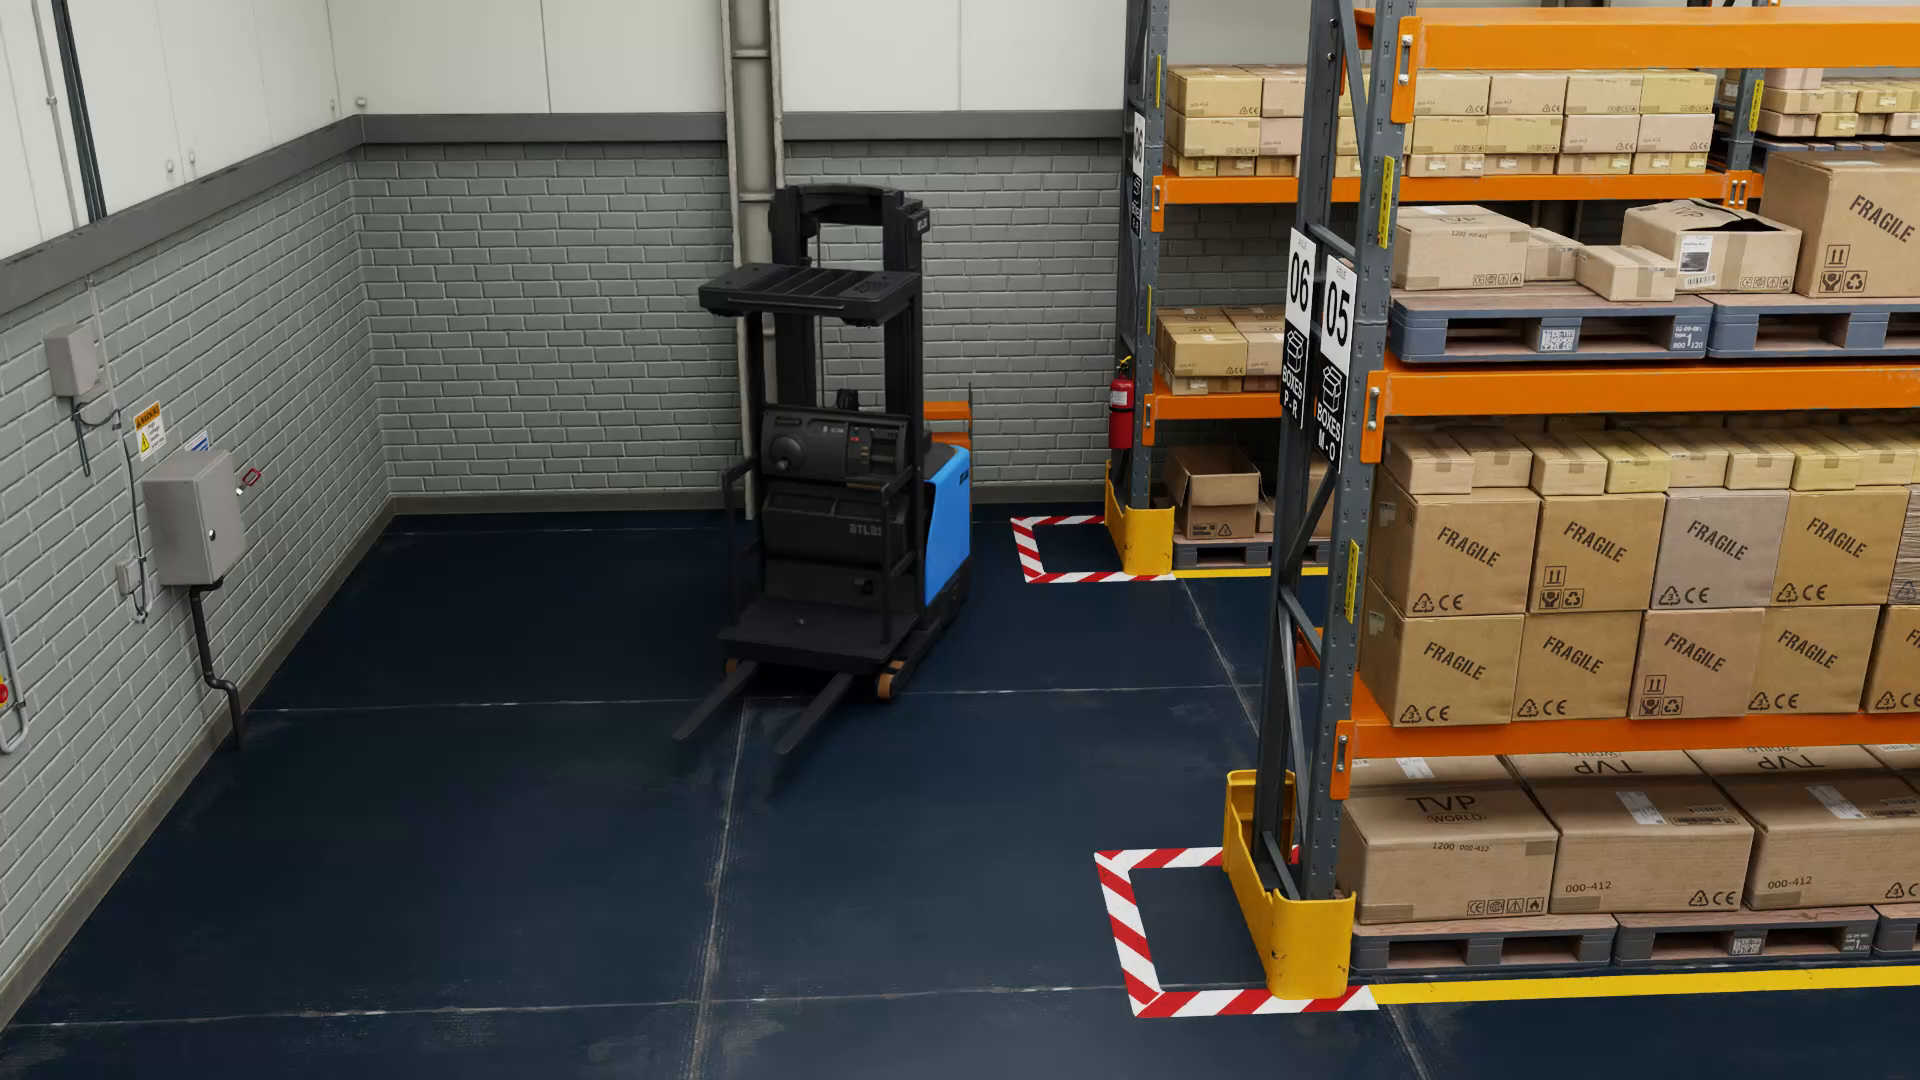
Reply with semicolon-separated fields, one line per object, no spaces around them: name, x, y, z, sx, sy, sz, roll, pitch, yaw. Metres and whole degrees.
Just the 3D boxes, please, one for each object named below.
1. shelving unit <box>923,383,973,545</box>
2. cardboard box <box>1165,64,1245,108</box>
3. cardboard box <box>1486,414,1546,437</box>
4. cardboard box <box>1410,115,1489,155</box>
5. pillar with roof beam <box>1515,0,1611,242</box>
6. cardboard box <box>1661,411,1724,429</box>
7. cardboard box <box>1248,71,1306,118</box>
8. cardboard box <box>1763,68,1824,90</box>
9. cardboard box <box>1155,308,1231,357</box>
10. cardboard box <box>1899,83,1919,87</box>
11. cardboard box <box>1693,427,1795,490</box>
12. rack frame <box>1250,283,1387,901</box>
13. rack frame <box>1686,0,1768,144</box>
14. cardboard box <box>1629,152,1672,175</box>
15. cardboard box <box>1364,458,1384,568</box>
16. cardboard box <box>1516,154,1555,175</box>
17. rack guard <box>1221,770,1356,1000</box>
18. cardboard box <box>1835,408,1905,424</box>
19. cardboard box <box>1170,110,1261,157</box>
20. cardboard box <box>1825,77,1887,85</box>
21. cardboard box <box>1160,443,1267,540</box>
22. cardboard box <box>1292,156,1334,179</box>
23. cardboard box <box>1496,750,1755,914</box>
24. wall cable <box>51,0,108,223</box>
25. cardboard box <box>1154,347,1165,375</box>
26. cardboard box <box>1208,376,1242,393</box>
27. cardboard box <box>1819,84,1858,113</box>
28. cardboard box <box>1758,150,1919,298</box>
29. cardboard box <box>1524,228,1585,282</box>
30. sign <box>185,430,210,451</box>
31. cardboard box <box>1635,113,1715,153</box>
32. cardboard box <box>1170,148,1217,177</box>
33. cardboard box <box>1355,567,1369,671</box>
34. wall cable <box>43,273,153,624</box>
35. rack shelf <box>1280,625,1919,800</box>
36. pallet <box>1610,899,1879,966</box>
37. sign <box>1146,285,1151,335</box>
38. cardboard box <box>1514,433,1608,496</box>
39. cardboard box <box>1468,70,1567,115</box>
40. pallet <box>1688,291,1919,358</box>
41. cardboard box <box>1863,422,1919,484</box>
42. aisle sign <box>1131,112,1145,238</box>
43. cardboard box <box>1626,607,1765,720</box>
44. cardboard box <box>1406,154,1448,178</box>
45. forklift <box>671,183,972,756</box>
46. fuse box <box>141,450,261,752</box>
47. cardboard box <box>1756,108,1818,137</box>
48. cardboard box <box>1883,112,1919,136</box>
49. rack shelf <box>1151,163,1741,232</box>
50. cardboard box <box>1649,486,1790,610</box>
shelving unit;-0.165;-0.557;12.399;0.503;1.200;0.258;-1;21;-3
cardboard box;1.678;-3.166;11.595;0.500;0.250;0.500;-2;21;-5
cardboard box;2.389;-0.534;7.351;0.250;0.149;0.380;-1;21;-4
cardboard box;3.242;-2.778;11.279;0.500;0.250;0.500;-1;21;-4
pillar with roof beam;4.743;-3.015;7.892;0.400;9.000;9.100;-1;21;-3
cardboard box;3.155;-0.531;7.342;0.250;0.149;0.380;-1;21;-2
cardboard box;2.217;-2.981;11.109;0.500;0.250;0.500;-1;21;-3
cardboard box;5.565;-3.177;11.155;0.258;0.266;0.396;-1;21;-4
cardboard box;1.695;-1.526;12.205;0.500;0.250;0.500;-1;21;-1
cardboard box;6.592;-3.013;11.306;0.250;0.149;0.380;-1;21;-2
cardboard box;3.204;-0.337;6.833;0.250;0.149;0.380;-1;21;-3
rack frame;1.538;0.410;7.328;0.127;3.000;1.000;-1;21;-3
rack frame;5.244;-4.238;11.105;0.127;3.000;1.000;-1;21;-3
cardboard box;4.657;-2.603;11.379;0.250;0.149;0.380;-1;21;-3
cardboard box;2.005;-0.198;7.380;0.500;0.500;0.500;0;21;-1
cardboard box;3.875;-2.602;11.377;0.250;0.149;0.380;0;21;-1
rack guard;1.514;1.579;7.772;0.348;0.500;1.175;-1;21;-3
cardboard box;3.929;-0.530;7.341;0.250;0.149;0.380;-1;21;-3
cardboard box;1.709;-2.736;11.168;0.500;0.250;0.500;-1;21;-4
cardboard box;6.302;-3.172;11.725;0.250;0.149;0.380;-1;21;-2
cardboard box;1.867;-0.361;12.273;0.637;0.503;0.797;-2;21;-5
cardboard box;2.354;-2.544;11.224;0.250;0.149;0.380;-1;21;-2
cardboard box;3.104;1.341;7.895;0.875;0.438;0.875;-1;21;-2
wall cable;-4.287;-3.453;8.991;0.133;3.039;2.988;-1;21;-3
cardboard box;1.566;-1.338;12.272;0.250;0.149;0.380;-1;21;-4
cardboard box;1.846;-1.167;11.822;0.250;0.149;0.380;-1;21;-2
cardboard box;5.829;-2.982;11.226;0.250;0.149;0.380;-1;21;-2
cardboard box;3.559;-1.269;6.652;0.500;0.500;0.500;-1;21;-2
cardboard box;2.396;-1.195;6.952;0.250;0.149;0.380;-3;21;-7
sign;-4.300;-0.343;9.440;0.001;0.494;0.329;-1;21;-3
cardboard box;4.777;-2.806;11.353;0.500;0.250;0.500;-1;21;-3
cardboard box;1.582;-2.561;11.270;0.250;0.149;0.380;-1;21;-2
cardboard box;2.004;0.260;7.583;0.500;0.500;0.500;-1;21;-3
wall cable;-4.183;-0.445;8.148;0.122;1.984;0.588;-1;21;-3
rack shelf;3.534;0.706;7.563;4.000;0.370;1.077;-1;21;-3
pallet;3.546;1.646;8.002;1.213;0.211;1.003;-1;21;-3
sign;1.282;-1.565;11.299;0.005;0.325;0.100;-1;21;-3
cardboard box;2.431;-0.311;6.765;0.250;0.149;0.380;-1;21;-1
cardboard box;3.741;-3.022;11.218;0.500;0.250;0.500;-1;21;-2
pallet;3.499;-0.995;6.928;1.213;0.211;1.003;-1;21;-3
cardboard box;3.962;-0.366;6.908;0.250;0.149;0.380;-2;21;-4
aisle sign;1.199;-2.462;11.219;0.004;0.787;0.394;-1;21;-3
cardboard box;3.045;0.431;7.131;0.500;0.500;0.500;-1;21;-3
cardboard box;3.118;-2.558;11.262;0.250;0.149;0.380;-1;21;-3
forklift;-0.832;-0.554;9.956;1.130;2.935;3.031;6;22;16
fuse box;-4.065;0.386;9.203;0.414;1.711;0.539;-1;21;-3
cardboard box;5.565;-2.827;11.236;0.250;0.149;0.380;-1;21;-2
cardboard box;6.330;-2.834;11.256;0.250;0.149;0.380;-1;21;-2
rack shelf;3.247;-2.459;11.660;4.000;0.370;1.077;-1;21;-3
cardboard box;3.062;-0.039;6.961;0.500;0.500;0.500;-1;21;-3
